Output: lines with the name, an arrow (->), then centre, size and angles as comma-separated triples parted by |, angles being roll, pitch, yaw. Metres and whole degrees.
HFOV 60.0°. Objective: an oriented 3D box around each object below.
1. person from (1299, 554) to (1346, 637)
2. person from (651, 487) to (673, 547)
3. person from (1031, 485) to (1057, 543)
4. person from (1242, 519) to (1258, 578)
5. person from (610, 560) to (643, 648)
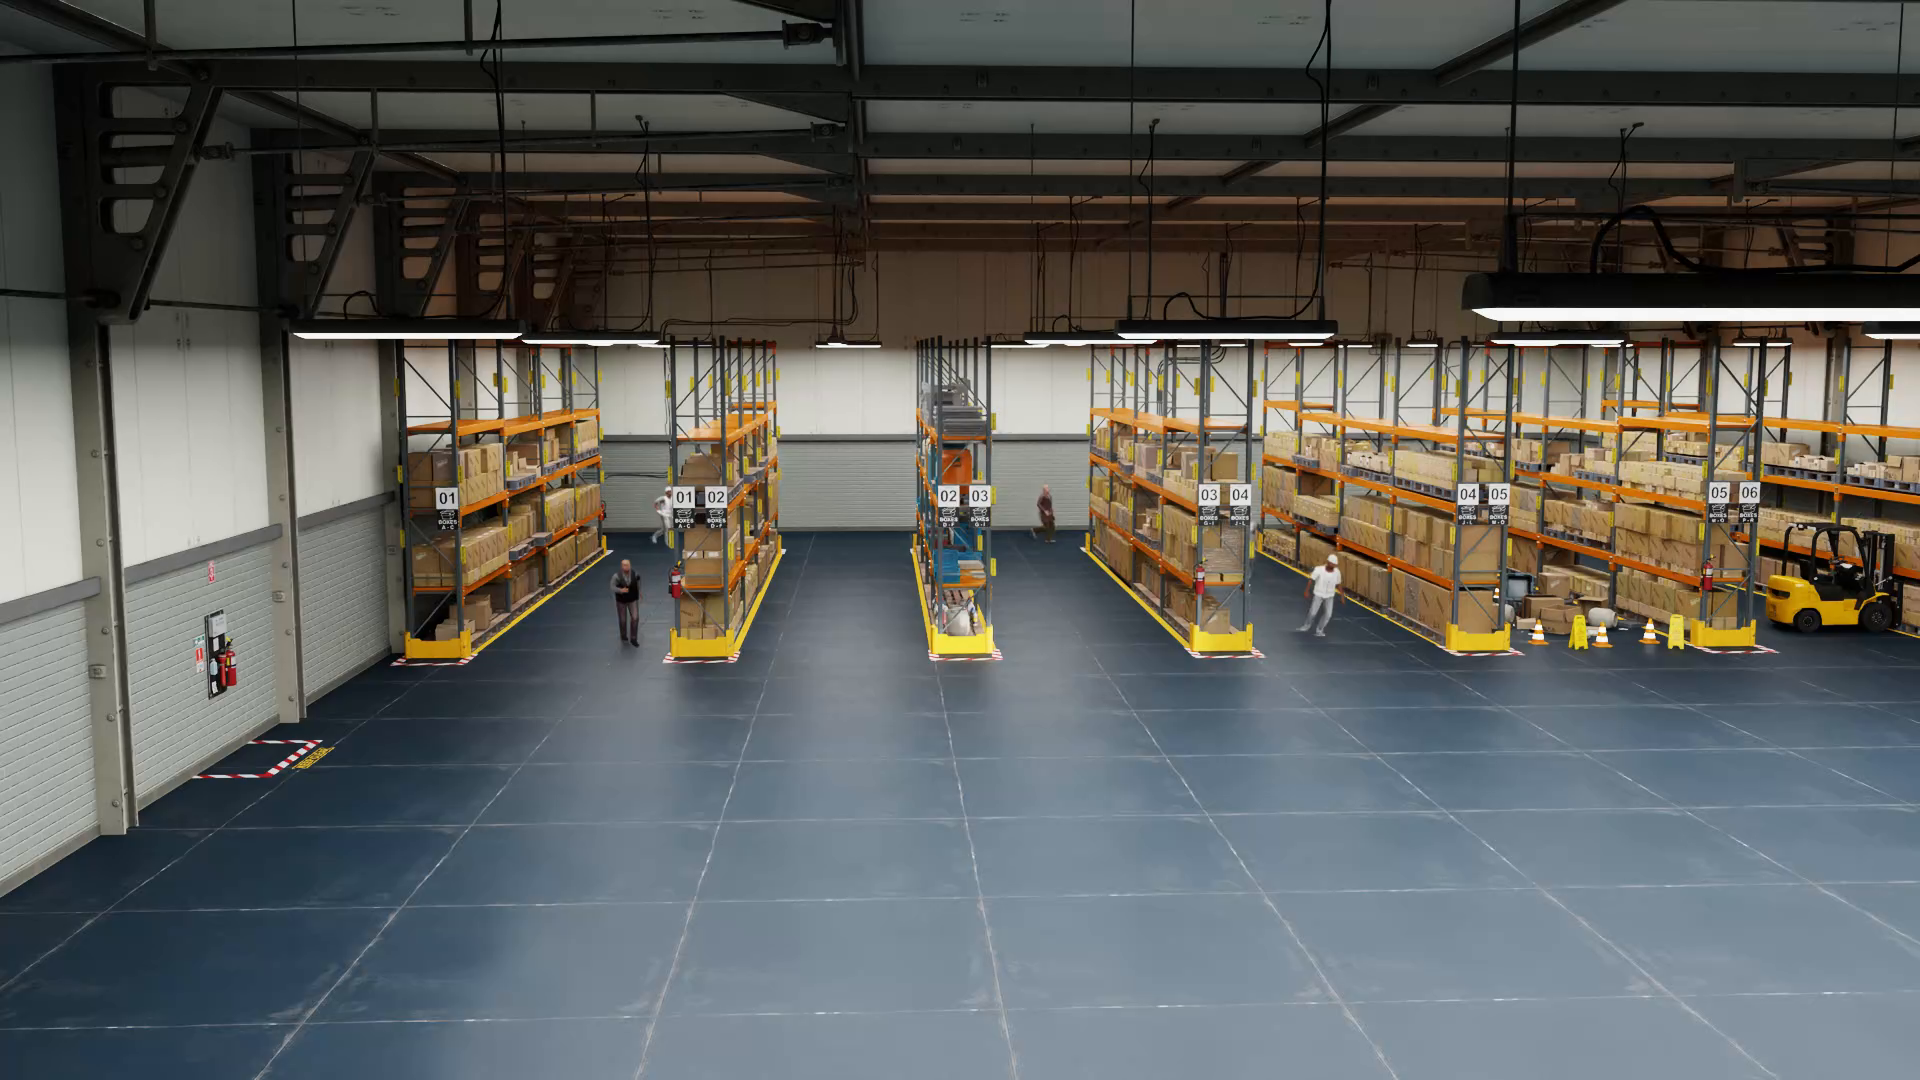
person -> 7.260, 1.101, 33.259 | 0.827, 1.682, 0.699 | -1, 7, -7
person -> -8.615, -0.699, 48.813 | 0.976, 1.724, 0.725 | 4, 7, 29
person -> 2.542, -0.772, 49.639 | 0.804, 1.745, 0.719 | 3, 7, 27
person -> 7.297, 0.118, 42.099 | 0.542, 1.691, 0.793 | 0, 6, -1
person -> -6.495, 1.215, 32.364 | 0.648, 1.711, 0.939 | -2, 7, -18
